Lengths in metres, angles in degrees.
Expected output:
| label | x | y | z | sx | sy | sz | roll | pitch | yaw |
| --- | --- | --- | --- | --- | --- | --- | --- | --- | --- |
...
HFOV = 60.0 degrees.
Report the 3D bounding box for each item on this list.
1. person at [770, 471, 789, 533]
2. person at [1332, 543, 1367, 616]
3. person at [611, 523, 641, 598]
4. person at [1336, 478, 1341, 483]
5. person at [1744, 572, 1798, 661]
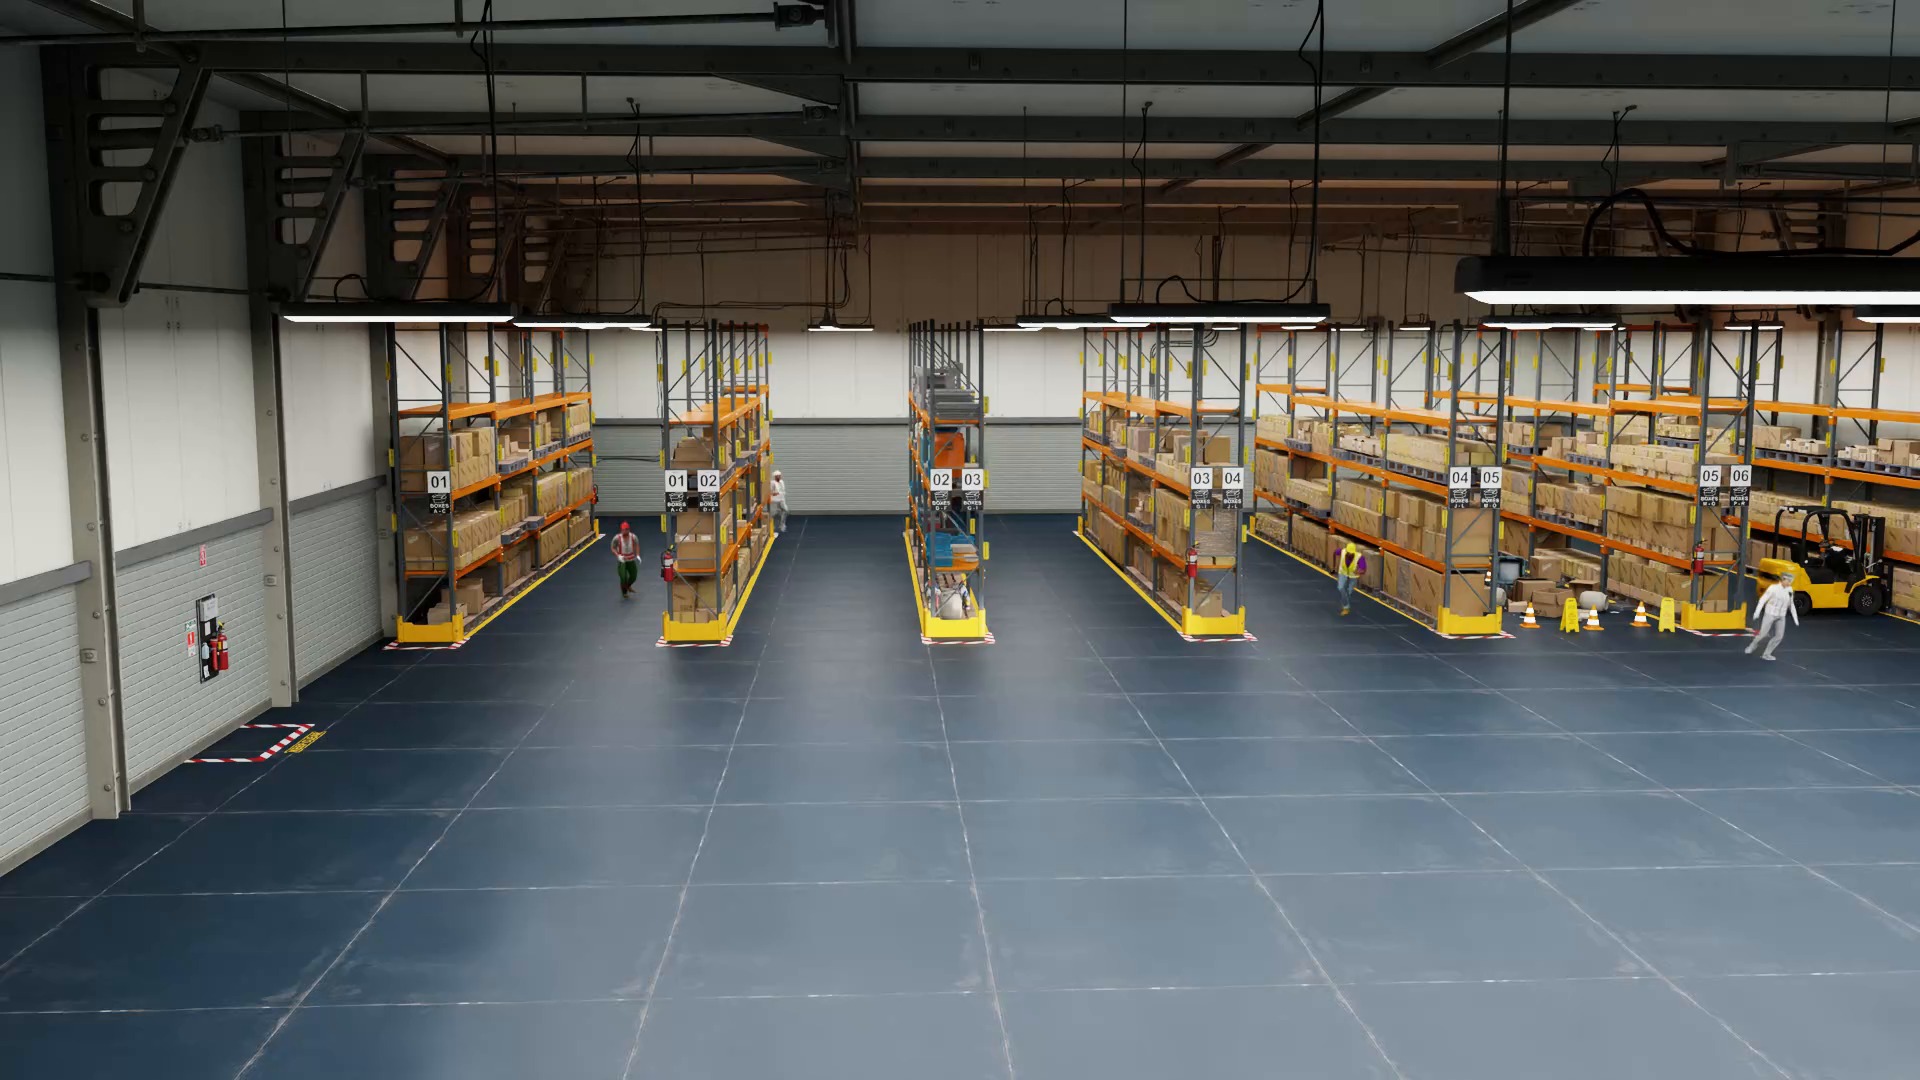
| label | x | y | z | sx | sy | sz | roll | pitch | yaw |
| --- | --- | --- | --- | --- | --- | --- | --- | --- | --- |
| person | -5.305 | -1.109 | 48.269 | 0.810 | 1.825 | 0.665 | 6 | 9 | 40 |
| person | 7.985 | 0.775 | 34.136 | 0.695 | 1.541 | 1.169 | 2 | 7 | 14 |
| person | -7.282 | 0.430 | 36.157 | 0.640 | 1.682 | 0.803 | -3 | 8 | -25 |
| person | 11.436 | -1.078 | 49.038 | 0.845 | 1.517 | 0.613 | -2 | 7 | -19 |
| person | 14.286 | 1.325 | 29.236 | 0.732 | 1.589 | 0.625 | -1 | 7 | -5 |
